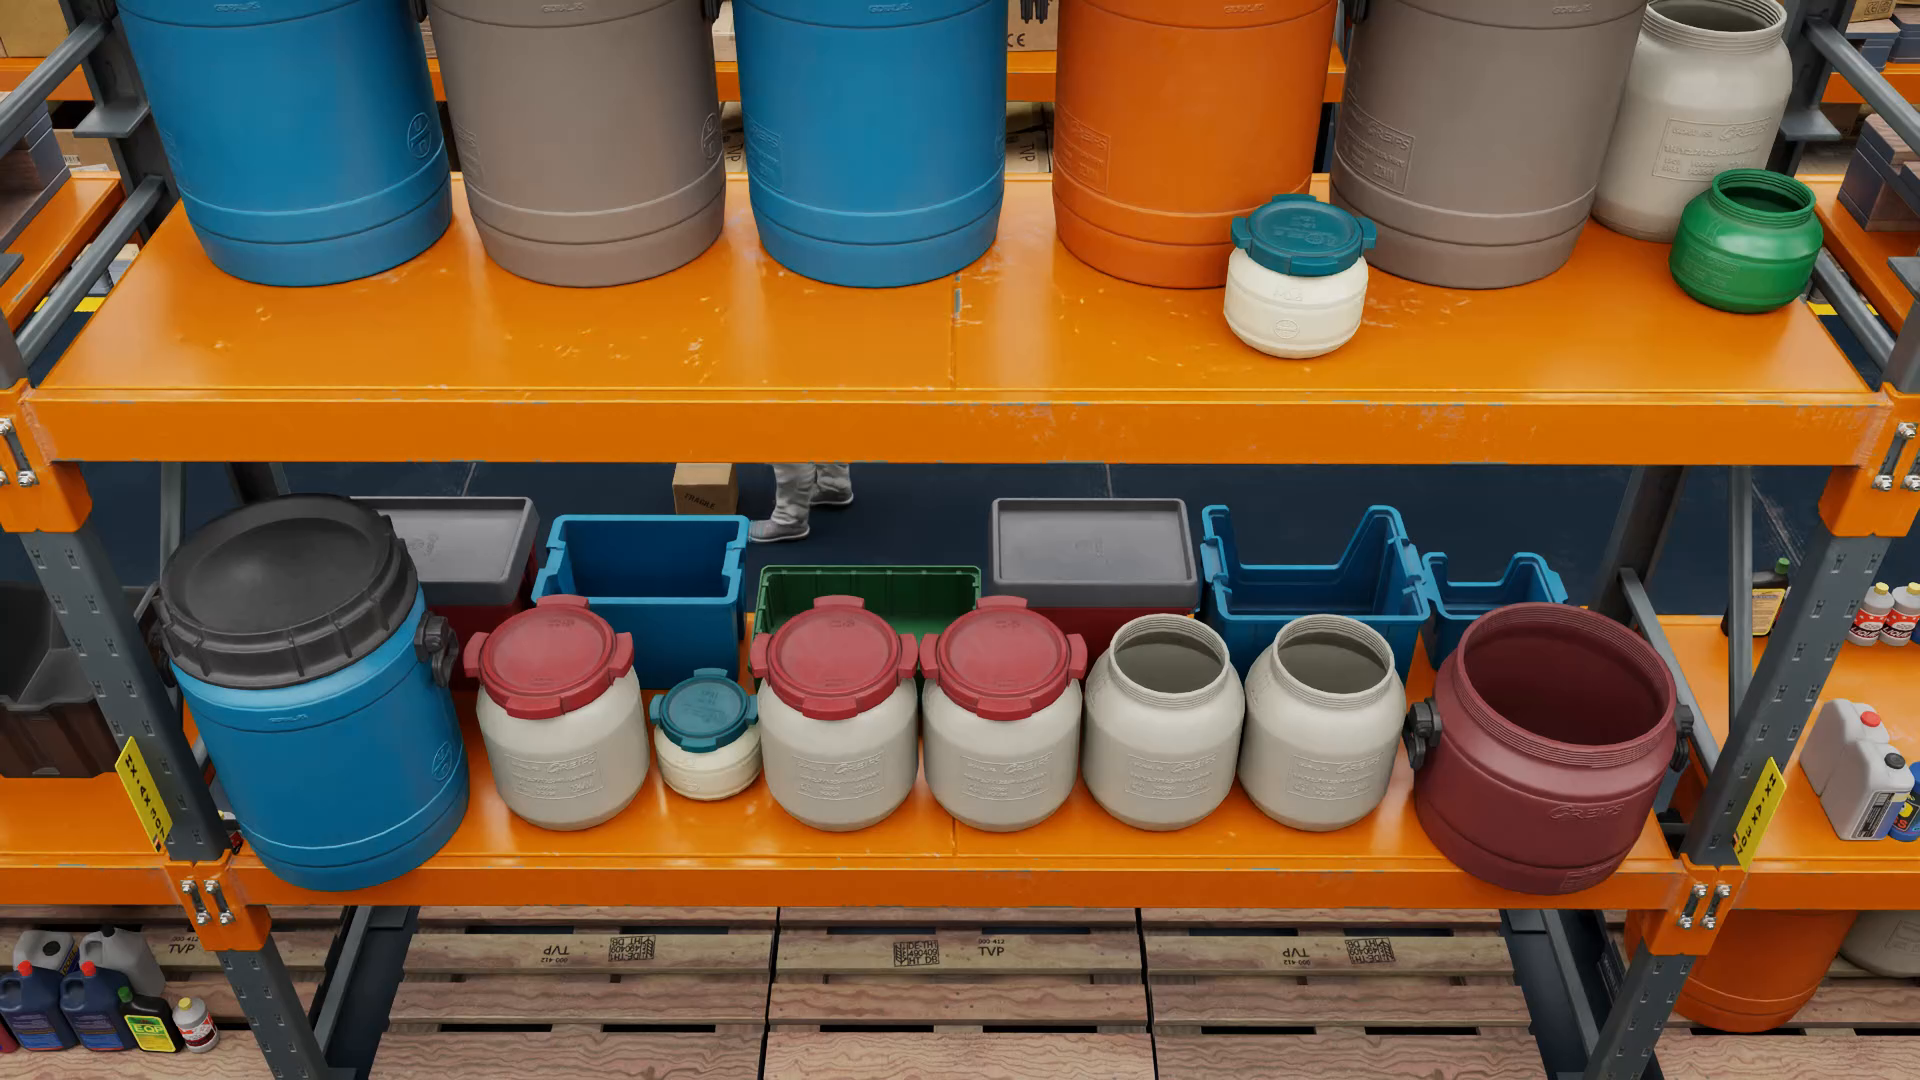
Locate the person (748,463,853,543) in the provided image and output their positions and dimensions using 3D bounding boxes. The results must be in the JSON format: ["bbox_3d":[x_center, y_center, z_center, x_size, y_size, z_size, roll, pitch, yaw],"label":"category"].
[{"bbox_3d":[-0.728,-0.772,7.076,0.494,1.666,0.488,0,40,0],"label":"person"}]
